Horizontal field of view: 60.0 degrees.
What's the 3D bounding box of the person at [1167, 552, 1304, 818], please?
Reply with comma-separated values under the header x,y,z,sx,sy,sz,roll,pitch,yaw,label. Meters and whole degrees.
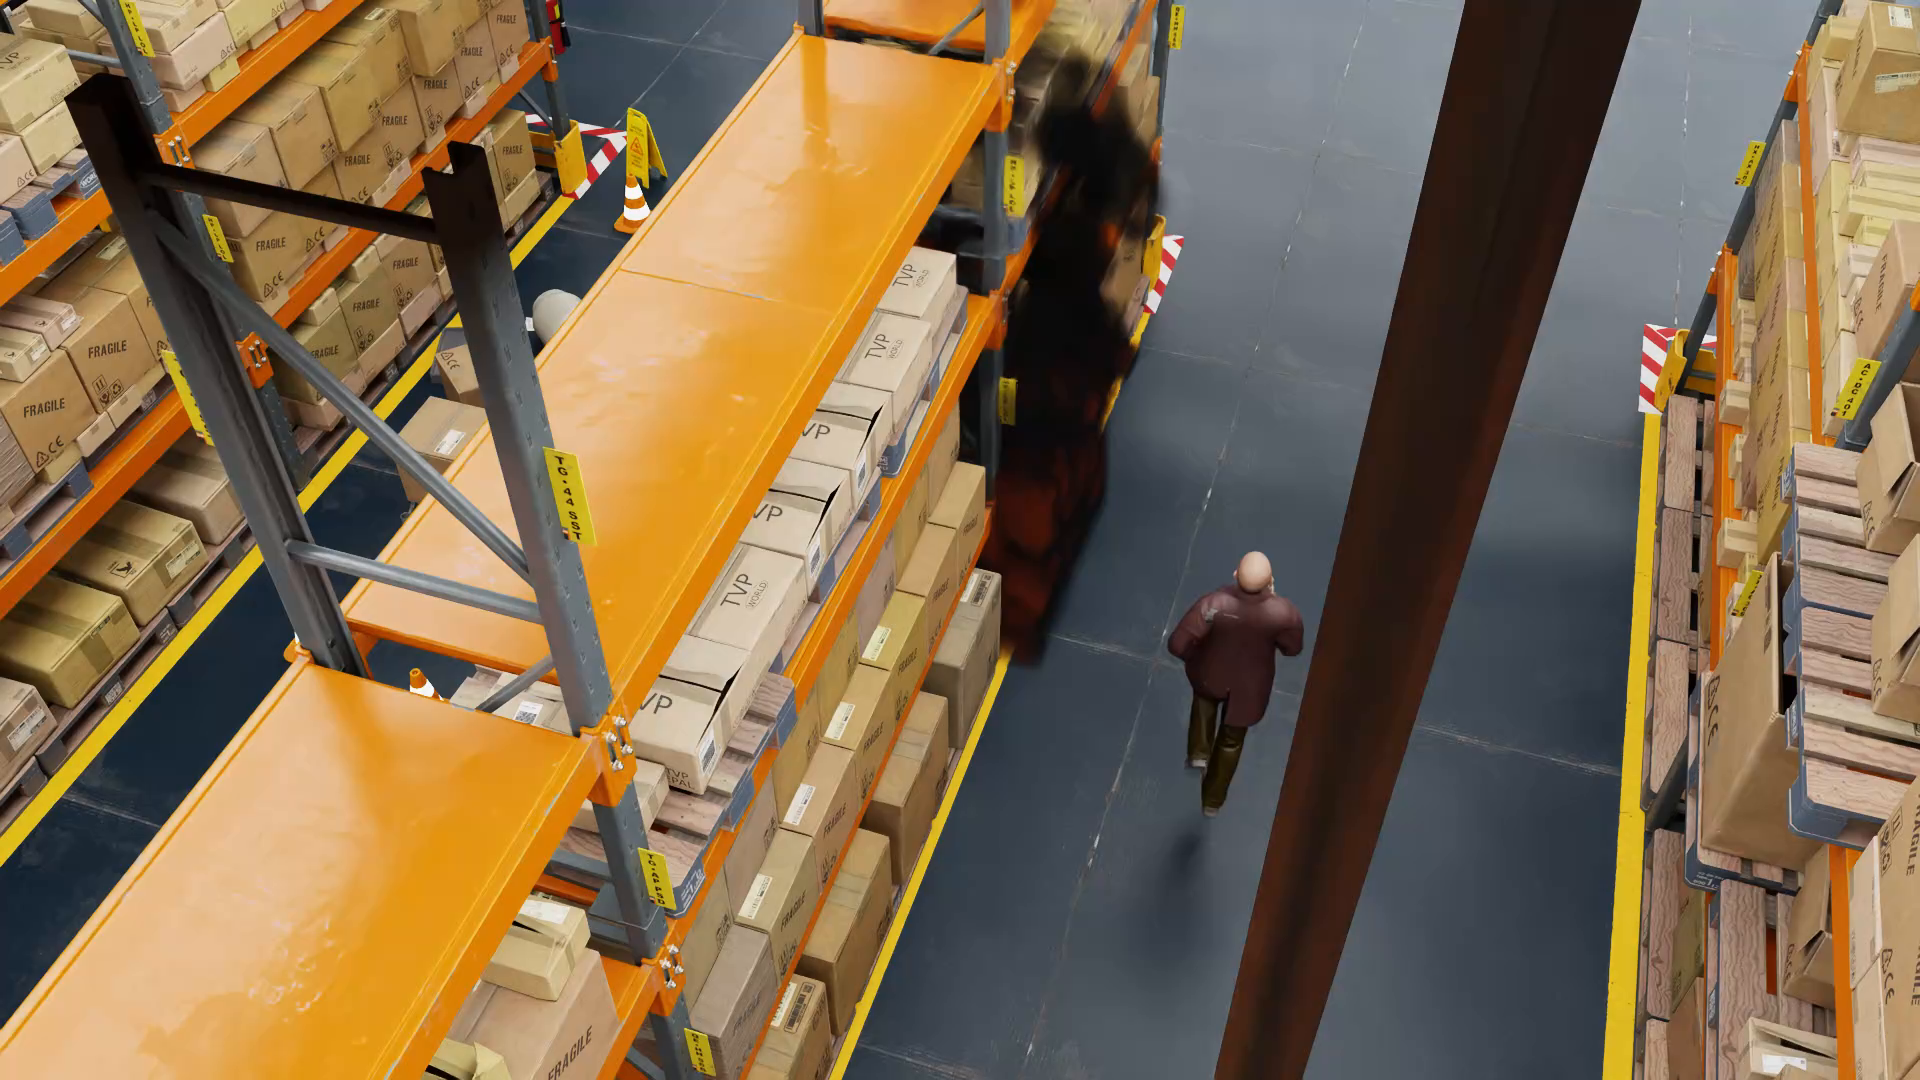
x,y,z,sx,sy,sz,roll,pitch,yaw,label
1.438,0.702,8.849,0.681,1.854,0.764,10,46,10,person
